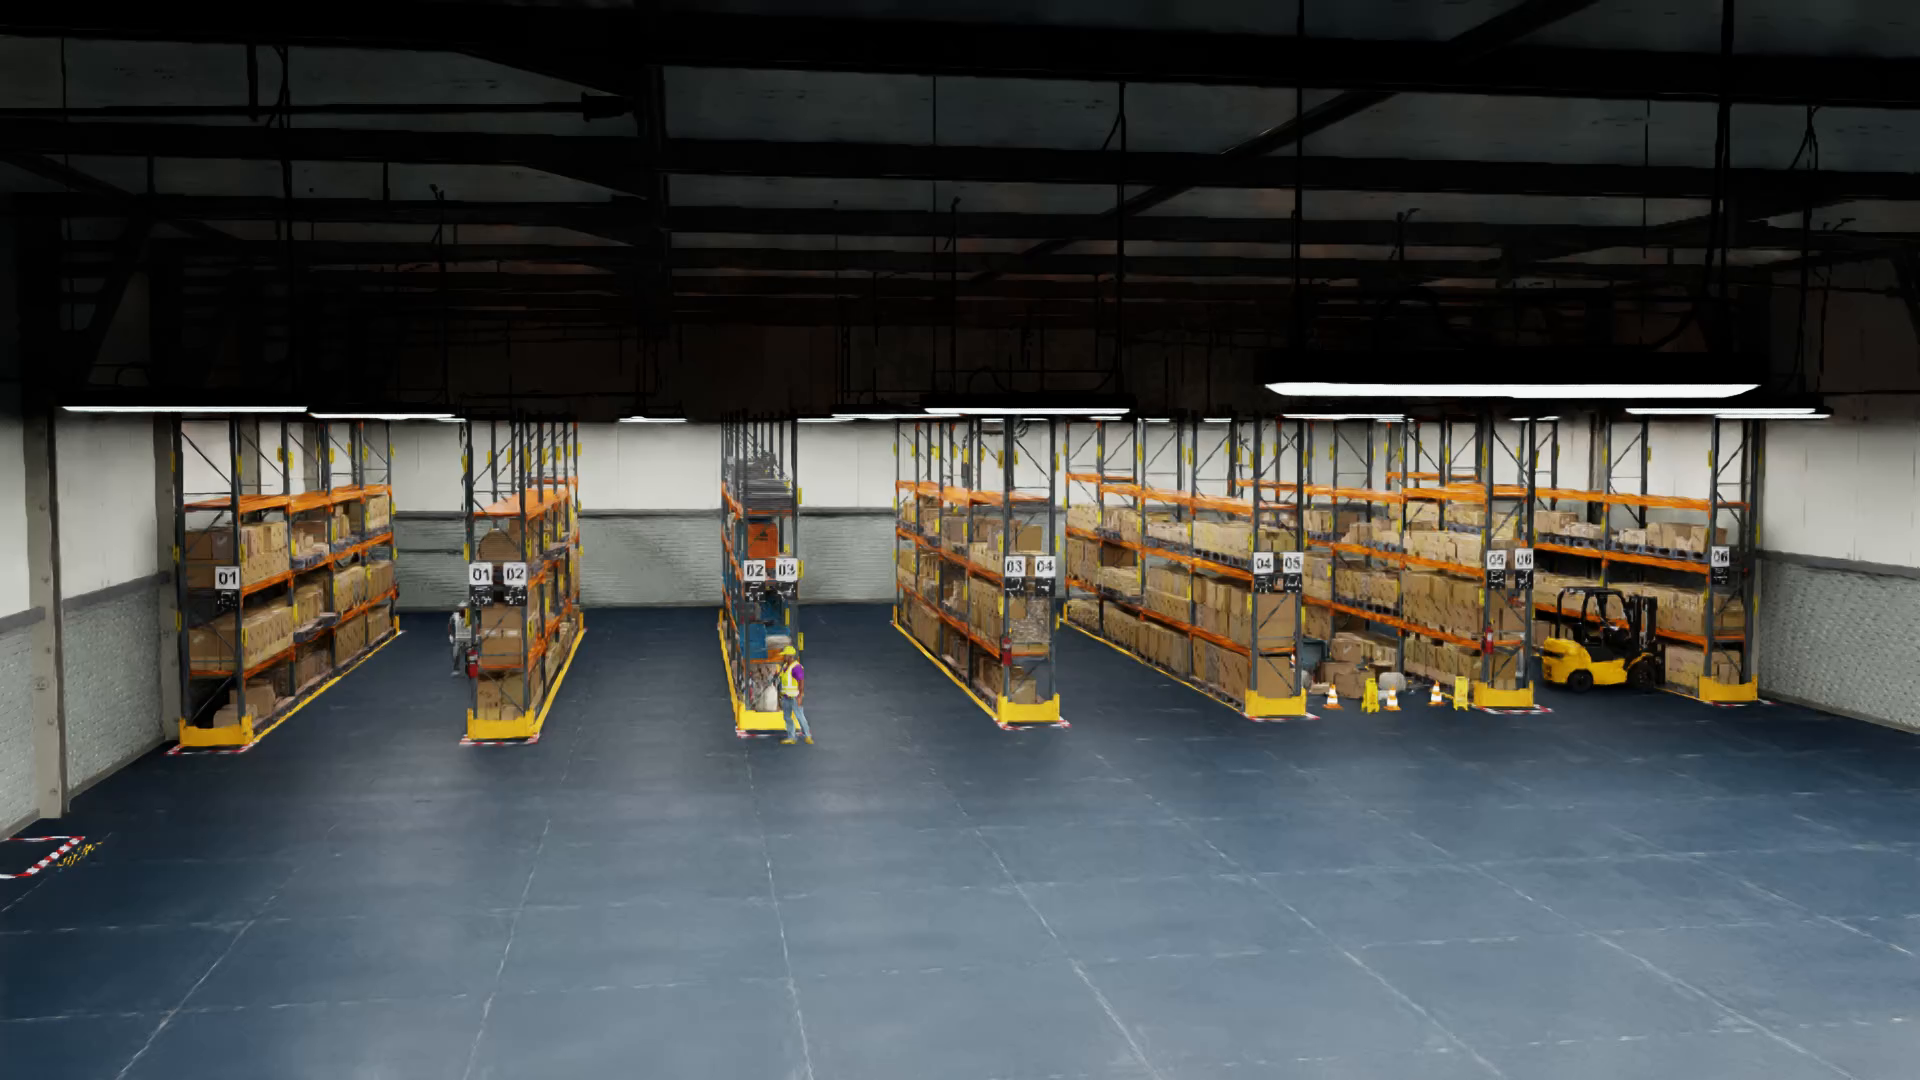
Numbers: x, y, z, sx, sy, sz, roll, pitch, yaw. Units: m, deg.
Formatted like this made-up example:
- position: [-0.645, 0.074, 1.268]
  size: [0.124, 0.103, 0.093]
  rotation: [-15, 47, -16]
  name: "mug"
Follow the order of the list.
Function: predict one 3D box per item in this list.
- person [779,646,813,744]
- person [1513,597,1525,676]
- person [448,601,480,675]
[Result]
- position: [-2.962, 2.774, 29.824]
  size: [0.540, 1.759, 0.659]
  rotation: [-3, 5, -37]
  name: "person"
- position: [12.680, 2.182, 37.794]
  size: [0.556, 1.781, 0.631]
  rotation: [1, 4, 19]
  name: "person"
- position: [-11.255, 2.235, 37.704]
  size: [0.702, 1.735, 0.549]
  rotation: [-1, 4, -11]
  name: "person"
